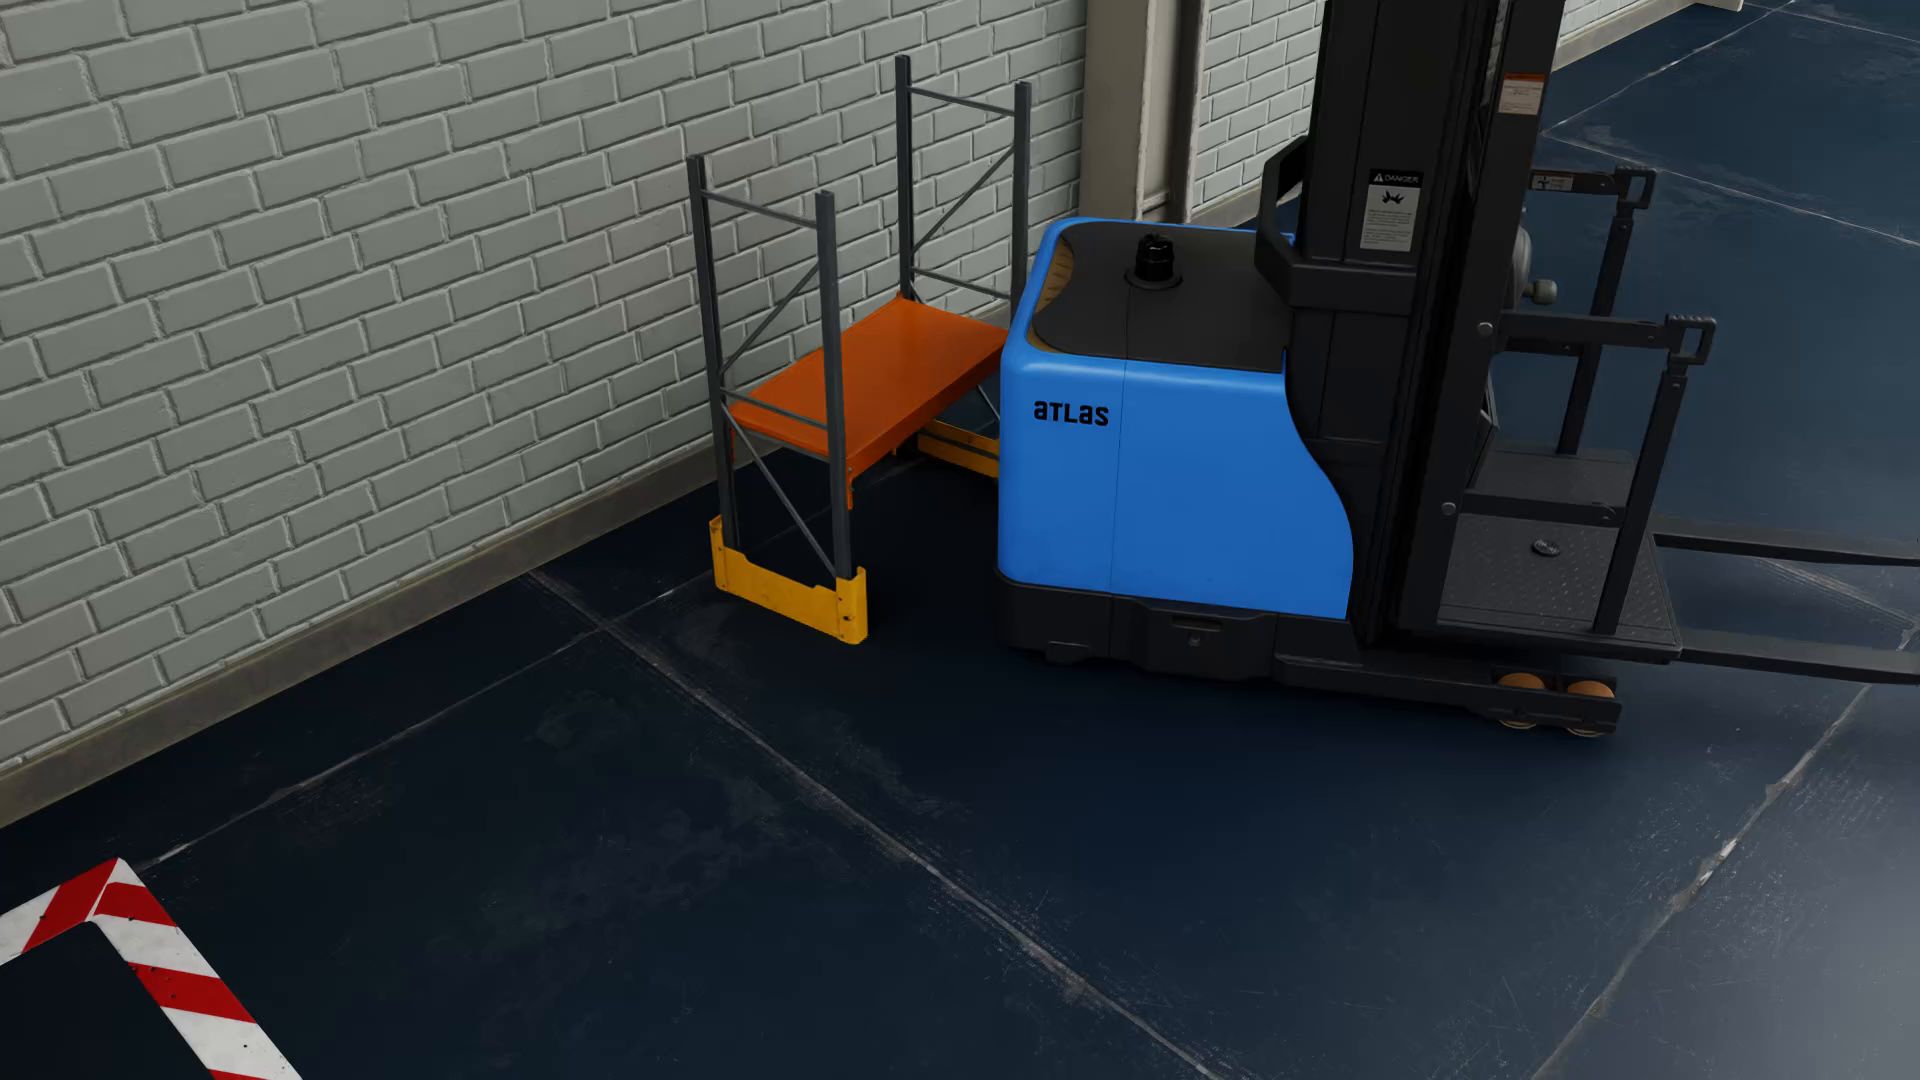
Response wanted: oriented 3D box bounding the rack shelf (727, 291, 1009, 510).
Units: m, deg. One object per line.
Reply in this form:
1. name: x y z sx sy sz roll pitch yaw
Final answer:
1. rack shelf: -0.274 -0.484 5.447 0.538 0.185 1.000 21 40 27

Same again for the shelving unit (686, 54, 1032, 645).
1. shelving unit: -0.279 -0.627 5.338 0.587 1.500 1.083 21 40 27

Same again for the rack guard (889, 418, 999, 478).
1. rack guard: -0.004 -0.352 6.037 0.587 0.250 0.087 21 40 27

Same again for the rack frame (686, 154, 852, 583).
1. rack frame: -0.554 -0.389 4.997 0.500 1.500 0.032 21 40 27

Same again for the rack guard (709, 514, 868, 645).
1. rack guard: -0.553 0.123 5.355 0.587 0.250 0.087 21 40 27

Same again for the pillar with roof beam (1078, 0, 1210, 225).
1. pillar with roof beam: 3.798 -3.021 2.216 9.100 9.000 0.400 30 45 35

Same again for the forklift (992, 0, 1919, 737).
1. forklift: 1.669 -0.952 4.553 3.031 2.935 1.130 6 35 9

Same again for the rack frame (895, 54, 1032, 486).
1. rack frame: 0.006 -0.874 5.692 0.500 1.500 0.032 21 40 27
